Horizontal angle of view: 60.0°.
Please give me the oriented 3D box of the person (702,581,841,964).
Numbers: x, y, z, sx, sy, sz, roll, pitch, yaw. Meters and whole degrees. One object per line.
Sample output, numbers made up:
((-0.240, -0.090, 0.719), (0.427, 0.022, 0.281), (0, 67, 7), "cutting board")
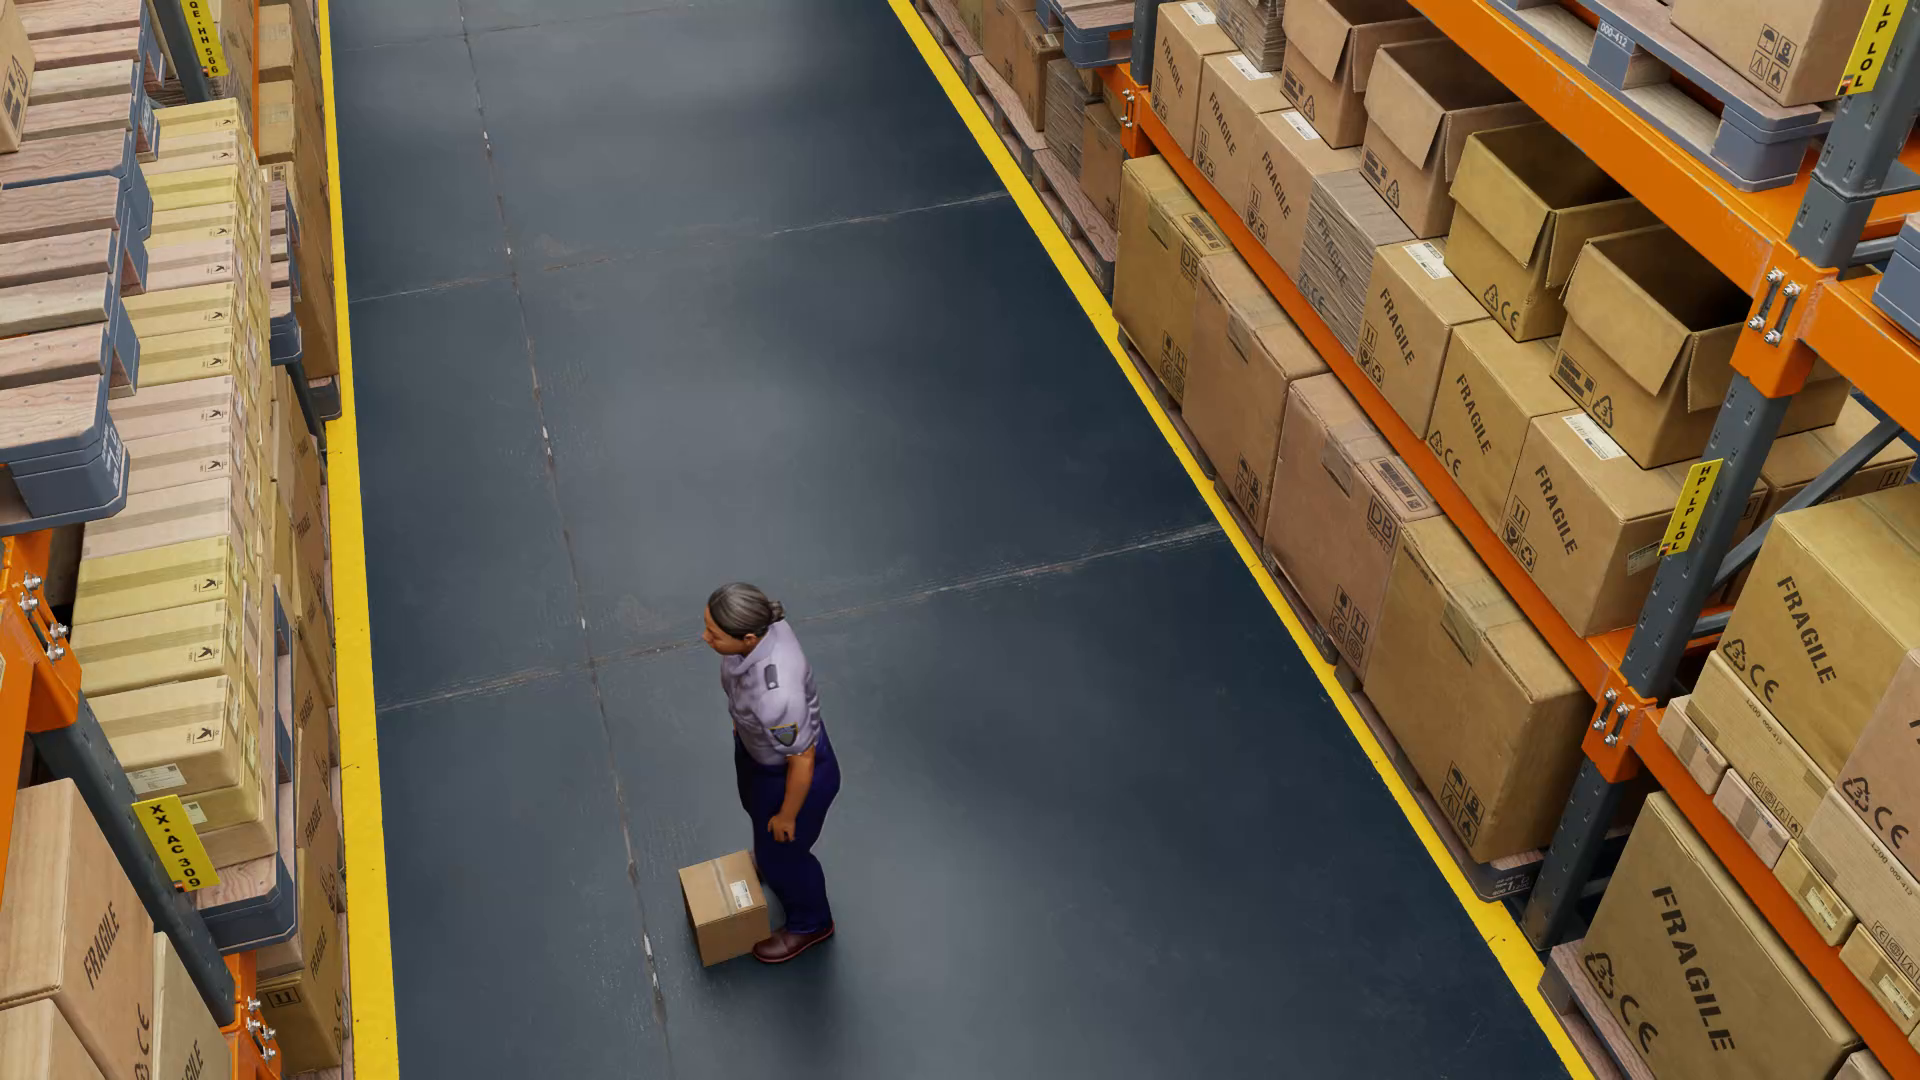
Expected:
((-0.595, 0.718, 5.392), (0.366, 1.638, 0.557), (-13, 44, -14), "person")
